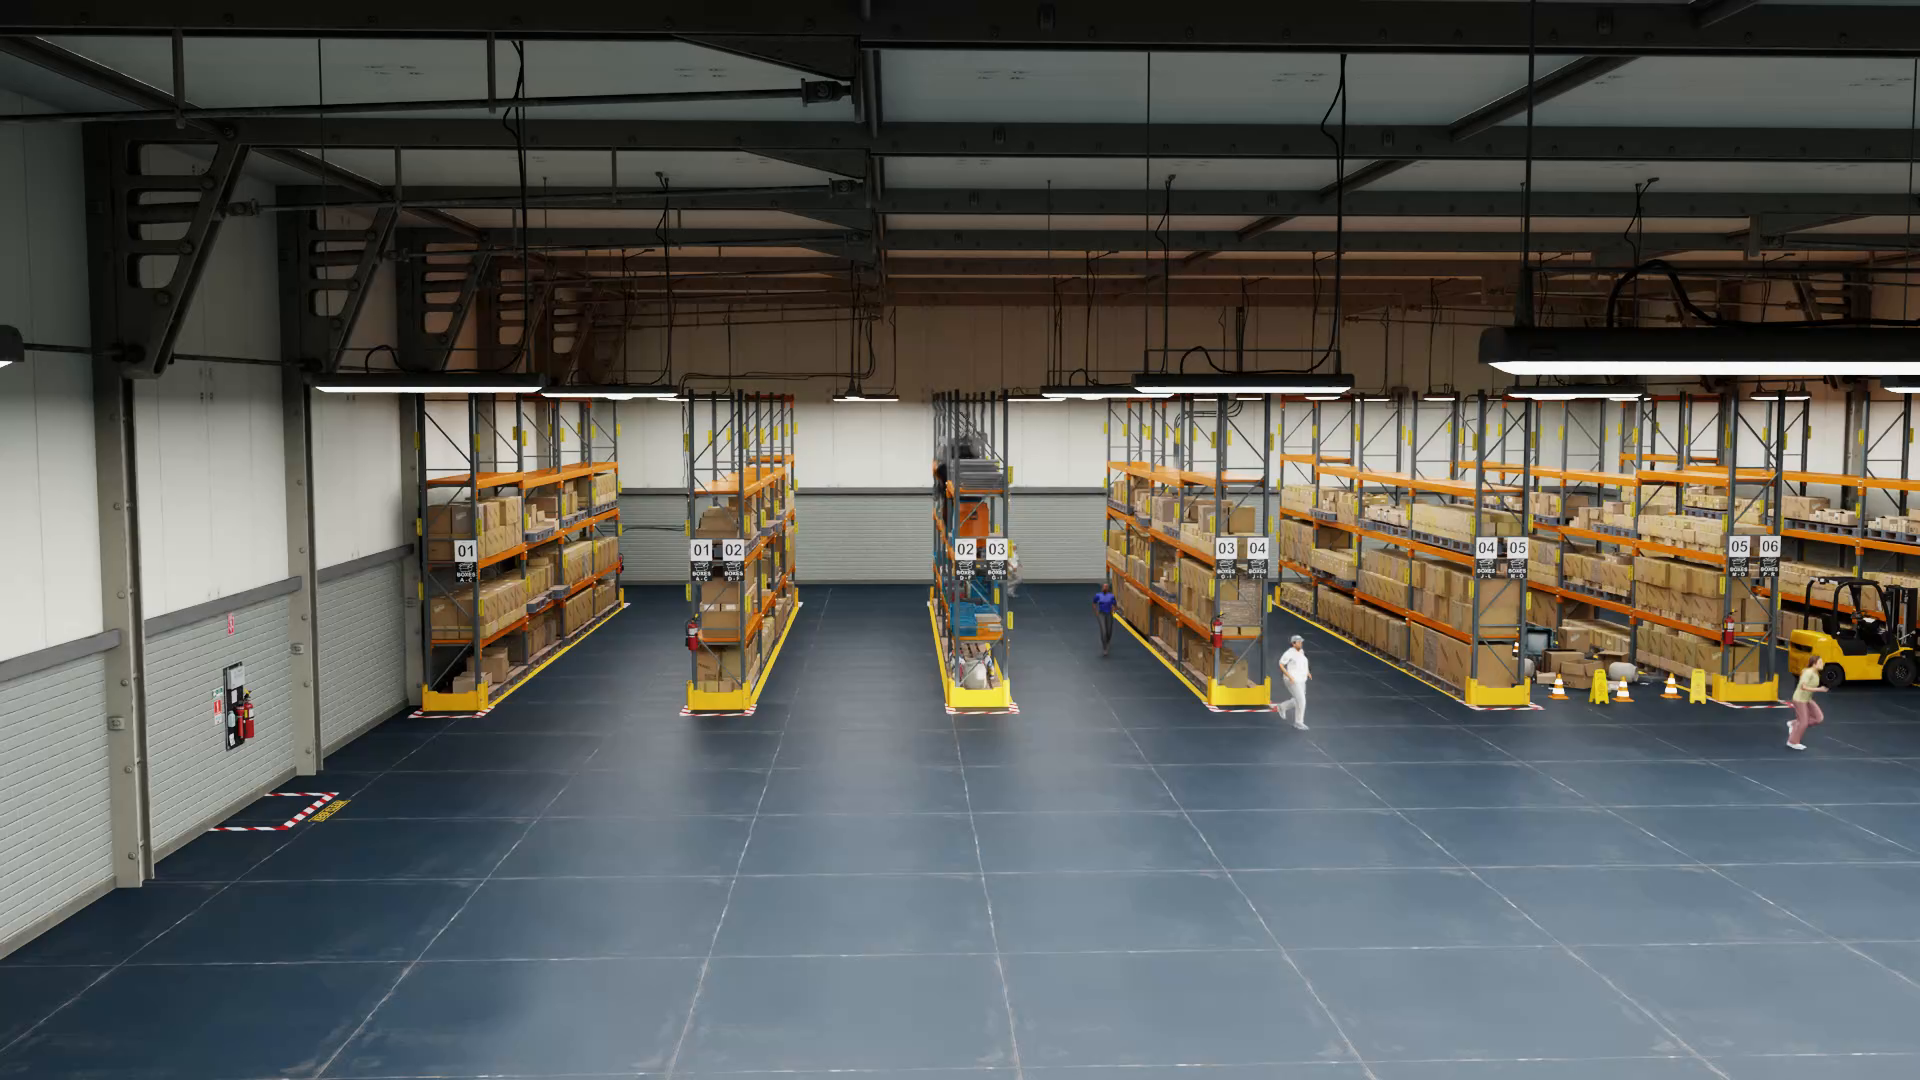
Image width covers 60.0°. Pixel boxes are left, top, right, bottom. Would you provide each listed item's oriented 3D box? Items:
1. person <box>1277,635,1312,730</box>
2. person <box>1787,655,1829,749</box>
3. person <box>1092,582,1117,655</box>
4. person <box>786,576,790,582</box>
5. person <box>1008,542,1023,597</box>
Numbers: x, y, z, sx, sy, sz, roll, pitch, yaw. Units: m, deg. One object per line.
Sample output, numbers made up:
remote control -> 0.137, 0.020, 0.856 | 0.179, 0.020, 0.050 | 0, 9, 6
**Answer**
person -> 5.915, 2.504, 29.558 | 0.633, 1.654, 0.754 | -5, 7, -44
person -> 14.040, 2.688, 27.536 | 0.562, 1.604, 0.646 | -4, 6, -41
person -> 3.329, 1.793, 38.294 | 0.585, 1.637, 0.727 | 0, 5, -2
person -> -5.215, 0.907, 48.418 | 0.615, 1.738, 0.677 | 1, 5, 14
person -> 1.591, 0.870, 49.468 | 0.558, 1.657, 0.574 | 0, 5, 3
